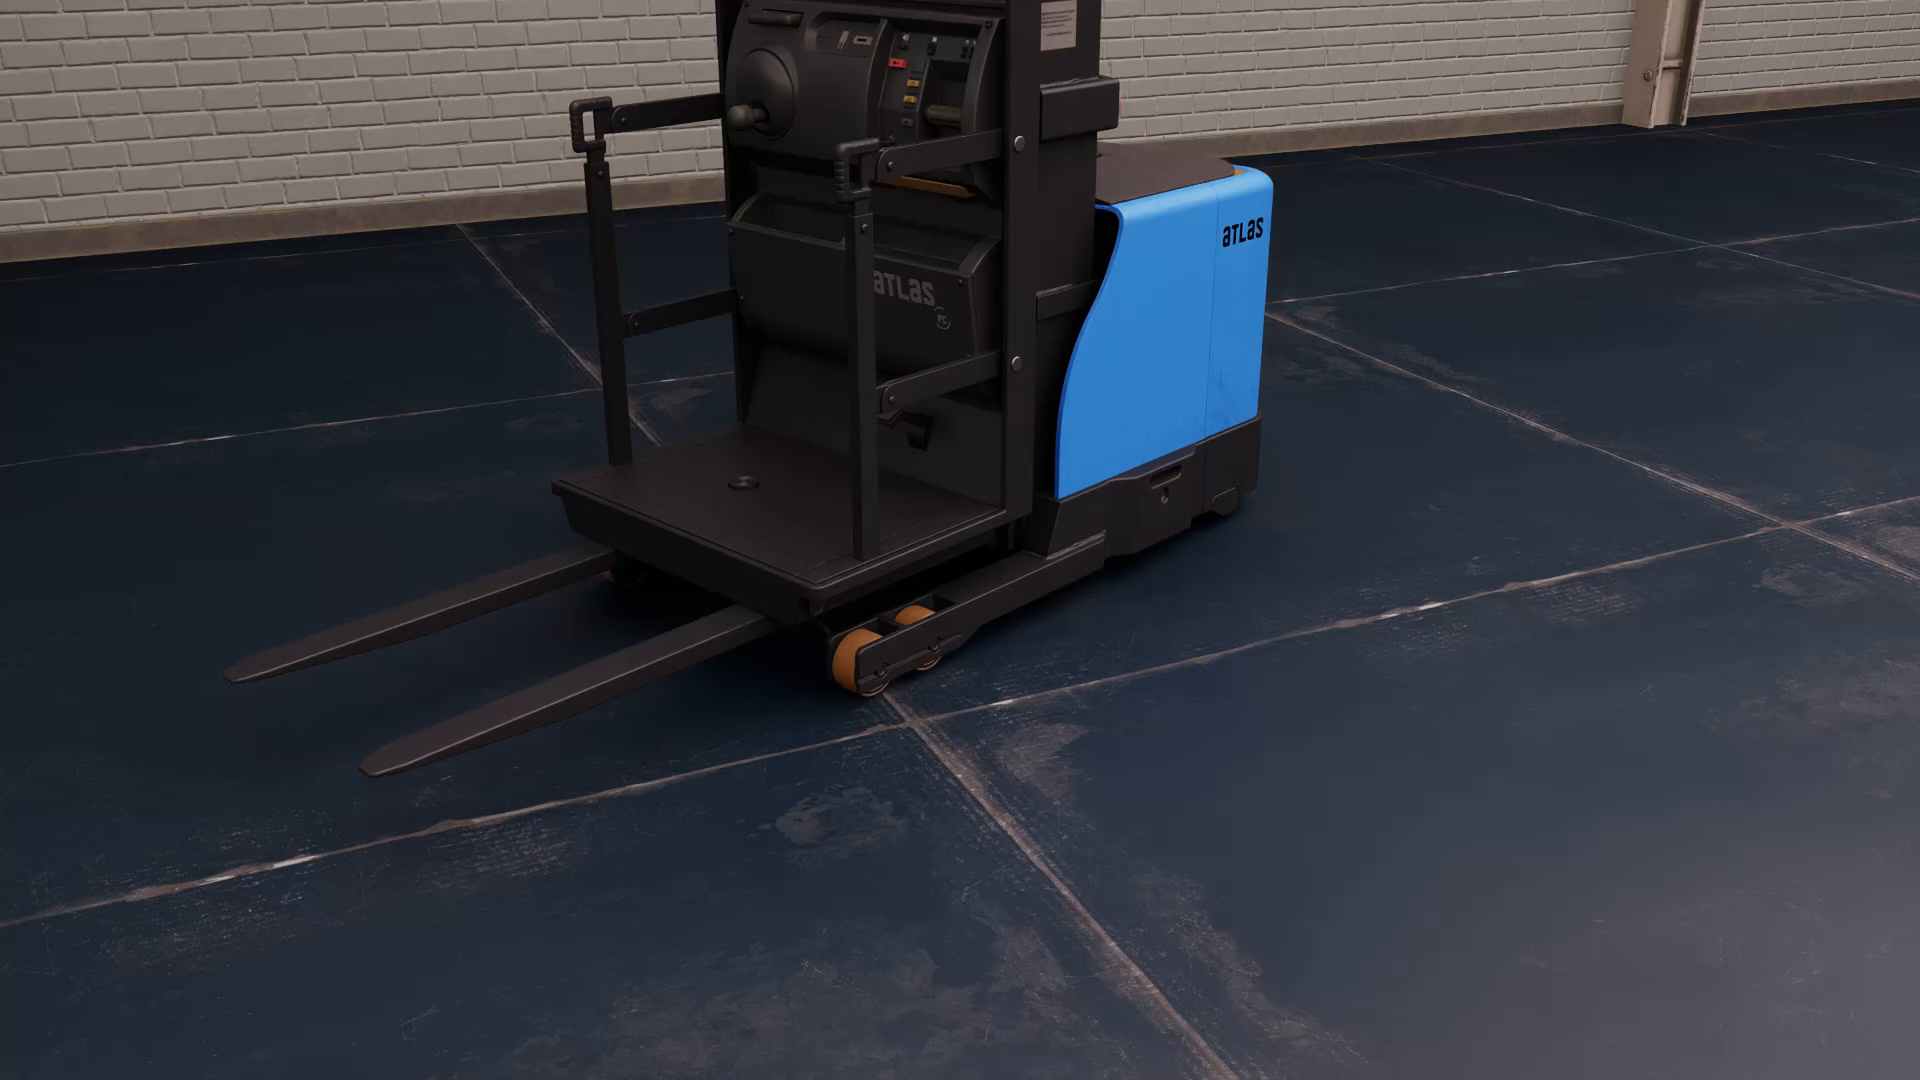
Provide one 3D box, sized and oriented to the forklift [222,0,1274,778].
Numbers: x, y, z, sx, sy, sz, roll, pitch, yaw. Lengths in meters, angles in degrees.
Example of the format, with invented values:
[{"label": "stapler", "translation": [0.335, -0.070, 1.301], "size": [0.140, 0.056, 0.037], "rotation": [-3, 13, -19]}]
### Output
[{"label": "forklift", "translation": [-0.413, -1.182, 4.131], "size": [1.130, 2.935, 3.031], "rotation": [19, 29, 39]}]
